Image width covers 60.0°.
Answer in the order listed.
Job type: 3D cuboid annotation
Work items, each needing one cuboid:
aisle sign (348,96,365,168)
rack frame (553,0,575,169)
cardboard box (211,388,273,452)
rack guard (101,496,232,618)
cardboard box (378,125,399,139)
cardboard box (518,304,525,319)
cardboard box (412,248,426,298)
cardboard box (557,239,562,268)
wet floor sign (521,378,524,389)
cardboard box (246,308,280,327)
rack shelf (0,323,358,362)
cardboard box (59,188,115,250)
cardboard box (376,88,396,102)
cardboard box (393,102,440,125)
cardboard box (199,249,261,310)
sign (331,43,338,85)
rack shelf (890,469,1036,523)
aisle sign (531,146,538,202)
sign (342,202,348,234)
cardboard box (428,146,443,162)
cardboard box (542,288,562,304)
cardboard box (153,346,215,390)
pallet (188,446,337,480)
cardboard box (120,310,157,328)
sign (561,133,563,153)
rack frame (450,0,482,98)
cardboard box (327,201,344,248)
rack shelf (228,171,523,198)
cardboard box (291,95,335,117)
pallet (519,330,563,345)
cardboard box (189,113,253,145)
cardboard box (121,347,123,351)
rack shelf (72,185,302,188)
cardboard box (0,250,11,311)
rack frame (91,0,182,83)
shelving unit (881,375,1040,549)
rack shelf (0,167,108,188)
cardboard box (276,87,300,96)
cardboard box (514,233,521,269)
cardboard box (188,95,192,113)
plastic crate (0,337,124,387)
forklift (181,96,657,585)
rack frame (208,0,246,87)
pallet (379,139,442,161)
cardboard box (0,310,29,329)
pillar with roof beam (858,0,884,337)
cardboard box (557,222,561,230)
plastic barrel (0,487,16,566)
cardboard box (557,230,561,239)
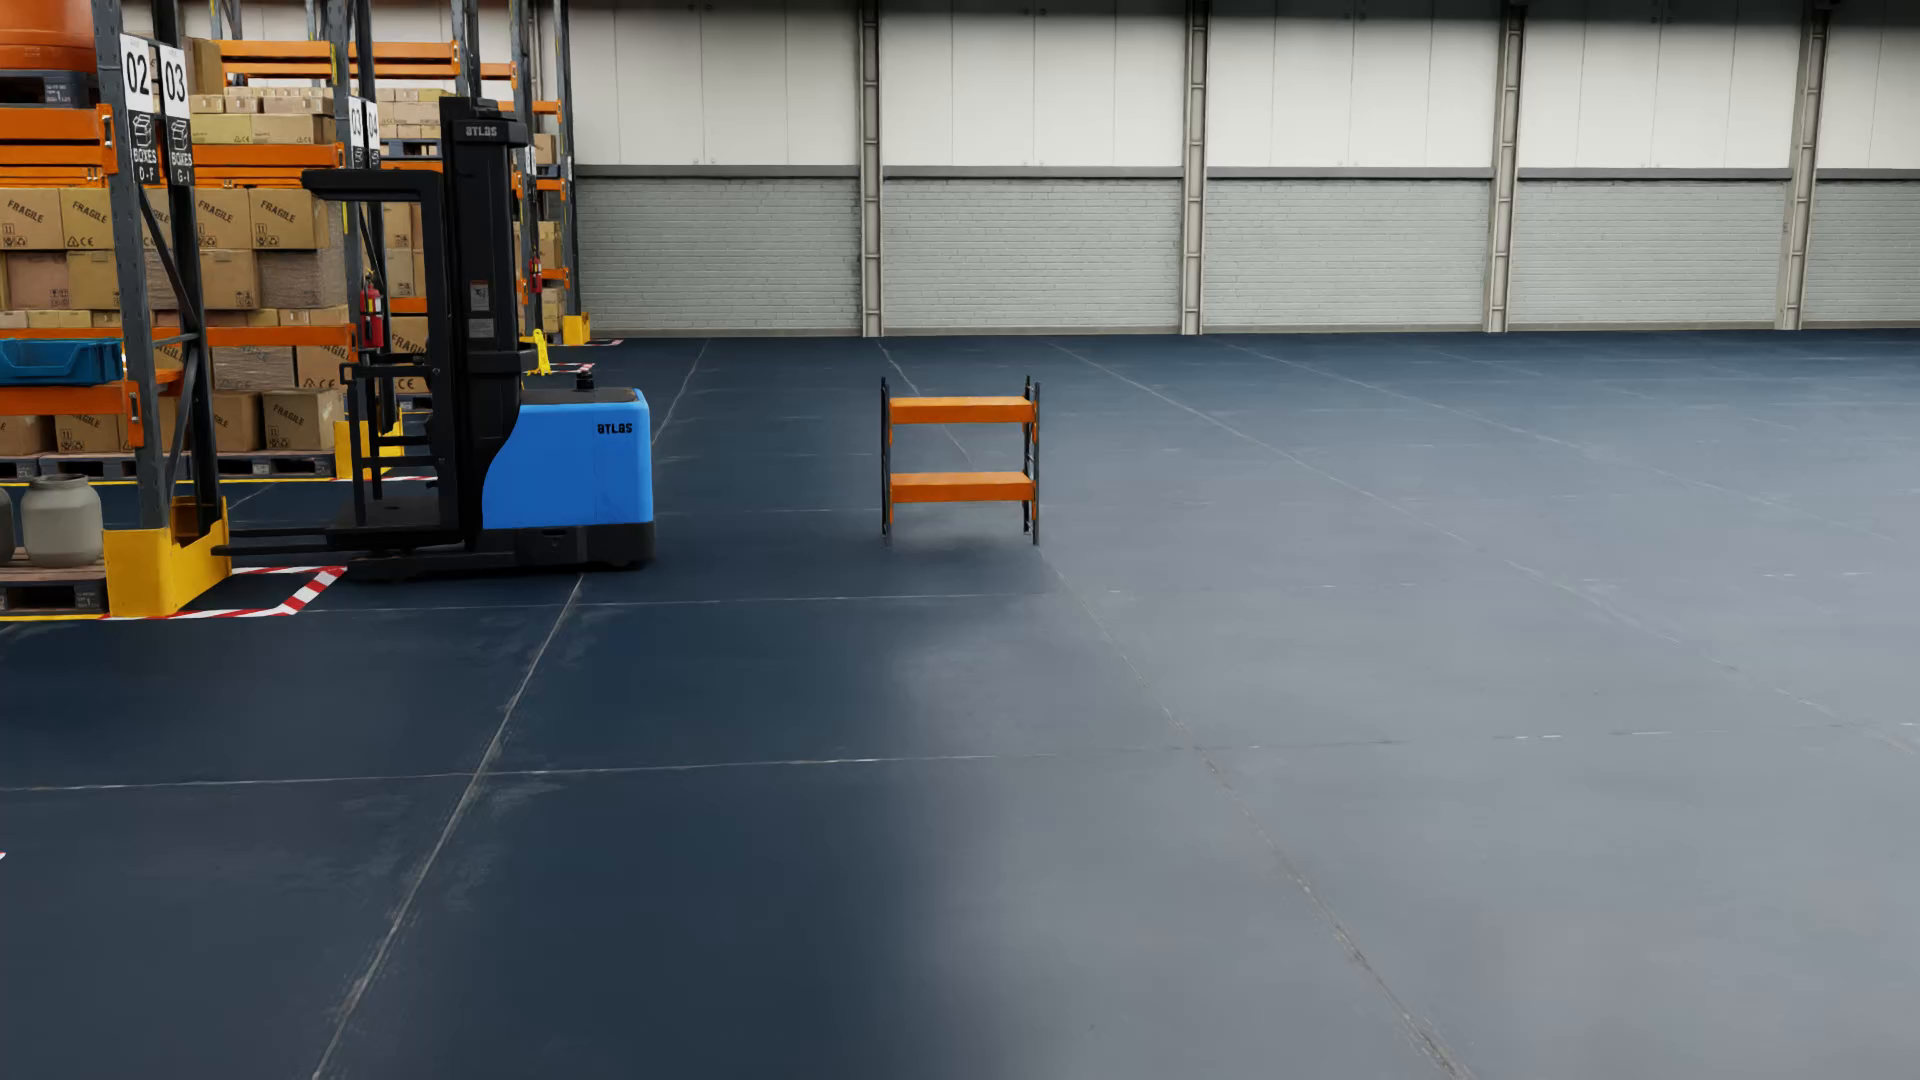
[{"bbox_3d":[-5.087,-3.327,14.044,0.004,0.787,0.394,-1,11,-6],"label":"aisle sign"},{"bbox_3d":[-6.790,-7.903,28.511,0.127,3.000,1.000,-1,11,-6],"label":"rack frame"},{"bbox_3d":[-6.394,-1.058,14.635,0.500,0.500,0.500,2,11,9],"label":"cardboard box"},{"bbox_3d":[-4.716,0.080,9.937,0.348,0.500,1.175,-1,11,-6],"label":"rack guard"},{"bbox_3d":[-6.415,-4.582,18.695,0.250,0.149,0.380,-1,11,-5],"label":"cardboard box"},{"bbox_3d":[-7.740,-3.983,28.867,0.500,0.250,0.500,-1,11,-7],"label":"cardboard box"},{"bbox_3d":[-5.980,-3.118,19.332,0.550,0.550,0.875,-1,11,-6],"label":"cardboard box"},{"bbox_3d":[-7.313,-5.052,29.298,0.500,0.500,0.500,-1,11,-4],"label":"cardboard box"},{"bbox_3d":[-5.801,-2.286,21.592,0.232,0.644,0.267,-3,12,-16],"label":"wet floor sign"},{"bbox_3d":[-5.933,-1.918,14.271,0.250,0.149,0.380,-1,11,-6],"label":"cardboard box"},{"bbox_3d":[-7.169,-1.713,14.439,4.000,0.370,1.077,-1,11,-6],"label":"rack shelf"},{"bbox_3d":[-7.192,-2.704,13.993,0.500,0.500,0.500,-1,11,-6],"label":"cardboard box"},{"bbox_3d":[-6.417,-4.973,18.619,0.250,0.149,0.380,-1,11,-5],"label":"cardboard box"},{"bbox_3d":[-6.072,-4.796,18.752,0.500,0.250,0.500,-1,11,-5],"label":"cardboard box"},{"bbox_3d":[-6.214,-2.263,14.341,0.500,0.500,0.875,-1,11,-6],"label":"cardboard box"},{"bbox_3d":[-5.140,-3.907,13.663,0.005,0.325,0.100,-1,11,-6],"label":"sign"},{"bbox_3d":[-0.007,-0.312,11.575,1.000,0.278,0.538,-1,11,-6],"label":"rack shelf"},{"bbox_3d":[-6.223,-5.344,24.306,0.004,0.787,0.394,-1,11,-6],"label":"aisle sign"},{"bbox_3d":[-5.140,-2.724,13.895,0.005,0.325,0.100,-1,11,-6],"label":"sign"},{"bbox_3d":[-7.232,-5.482,23.588,0.500,0.250,0.500,-1,11,-7],"label":"cardboard box"},{"bbox_3d":[-7.215,-4.238,28.865,0.500,0.250,0.500,-1,11,-4],"label":"cardboard box"},{"bbox_3d":[-8.959,-2.141,19.169,0.875,0.875,0.875,-1,11,-5],"label":"cardboard box"},{"bbox_3d":[-6.068,-0.727,14.790,1.213,0.211,1.003,-1,11,-6],"label":"pallet"},{"bbox_3d":[-6.921,-1.887,14.112,0.250,0.149,0.380,-1,11,-6],"label":"cardboard box"},{"bbox_3d":[-6.746,-6.723,28.192,0.005,0.325,0.100,-1,11,-6],"label":"sign"},{"bbox_3d":[-5.616,-6.004,18.851,0.127,3.000,1.000,-1,11,-6],"label":"rack frame"},{"bbox_3d":[-5.757,-2.834,14.654,0.500,0.500,0.500,-1,11,-6],"label":"cardboard box"},{"bbox_3d":[-8.239,-5.085,23.816,4.000,0.370,1.077,-1,11,-6],"label":"rack shelf"},{"bbox_3d":[-5.423,-3.636,13.934,0.250,0.149,0.380,-1,11,-6],"label":"cardboard box"},{"bbox_3d":[-7.546,-3.568,29.237,1.213,0.211,1.003,-1,11,-6],"label":"pallet"},{"bbox_3d":[-6.128,-3.436,13.952,0.500,0.250,0.500,-1,11,-6],"label":"cardboard box"},{"bbox_3d":[-12.154,-2.799,23.824,0.625,0.372,0.950,-1,11,-4],"label":"cardboard box"},{"bbox_3d":[-12.755,-5.954,28.234,4.000,0.370,1.077,-1,11,-6],"label":"rack shelf"},{"bbox_3d":[-8.202,-2.220,14.125,0.500,0.500,0.875,-1,11,-6],"label":"cardboard box"},{"bbox_3d":[-4.646,-4.101,9.171,0.127,3.000,1.000,-1,11,-6],"label":"rack frame"},{"bbox_3d":[-0.007,-0.552,11.528,1.048,1.125,0.538,-1,11,-6],"label":"shelving unit"},{"bbox_3d":[-11.581,-4.055,18.574,4.000,0.370,1.077,-1,11,-6],"label":"rack shelf"},{"bbox_3d":[-7.430,-4.952,18.510,0.250,0.149,0.380,-1,11,-6],"label":"cardboard box"},{"bbox_3d":[-6.752,-4.246,24.430,0.500,0.500,0.500,-1,11,-7],"label":"cardboard box"},{"bbox_3d":[-6.461,-3.635,13.930,0.250,0.149,0.380,-1,11,-5],"label":"cardboard box"},{"bbox_3d":[-5.111,-1.017,9.419,0.616,0.251,0.499,-1,11,-6],"label":"plastic crate"},{"bbox_3d":[-3.532,-1.276,10.529,3.031,2.935,1.130,-3,11,-13],"label":"forklift"},{"bbox_3d":[-10.227,-6.868,23.246,0.127,3.000,1.000,-1,11,-6],"label":"rack frame"},{"bbox_3d":[-6.352,-4.472,19.061,1.213,0.211,1.003,-1,11,-6],"label":"pallet"},{"bbox_3d":[-7.915,-1.865,14.000,0.250,0.149,0.380,-1,11,-6],"label":"cardboard box"},{"bbox_3d":[-1.150,-7.361,25.753,0.400,9.000,9.100,-1,11,-6],"label":"pillar with roof beam"},{"bbox_3d":[-7.147,-5.507,29.162,0.250,0.149,0.380,-1,11,-7],"label":"cardboard box"},{"bbox_3d":[-5.790,-0.104,9.752,0.421,0.512,0.421,0,11,0],"label":"plastic barrel"},{"bbox_3d":[-7.156,-5.370,29.235,0.250,0.149,0.380,-1,11,-8],"label":"cardboard box"}]
